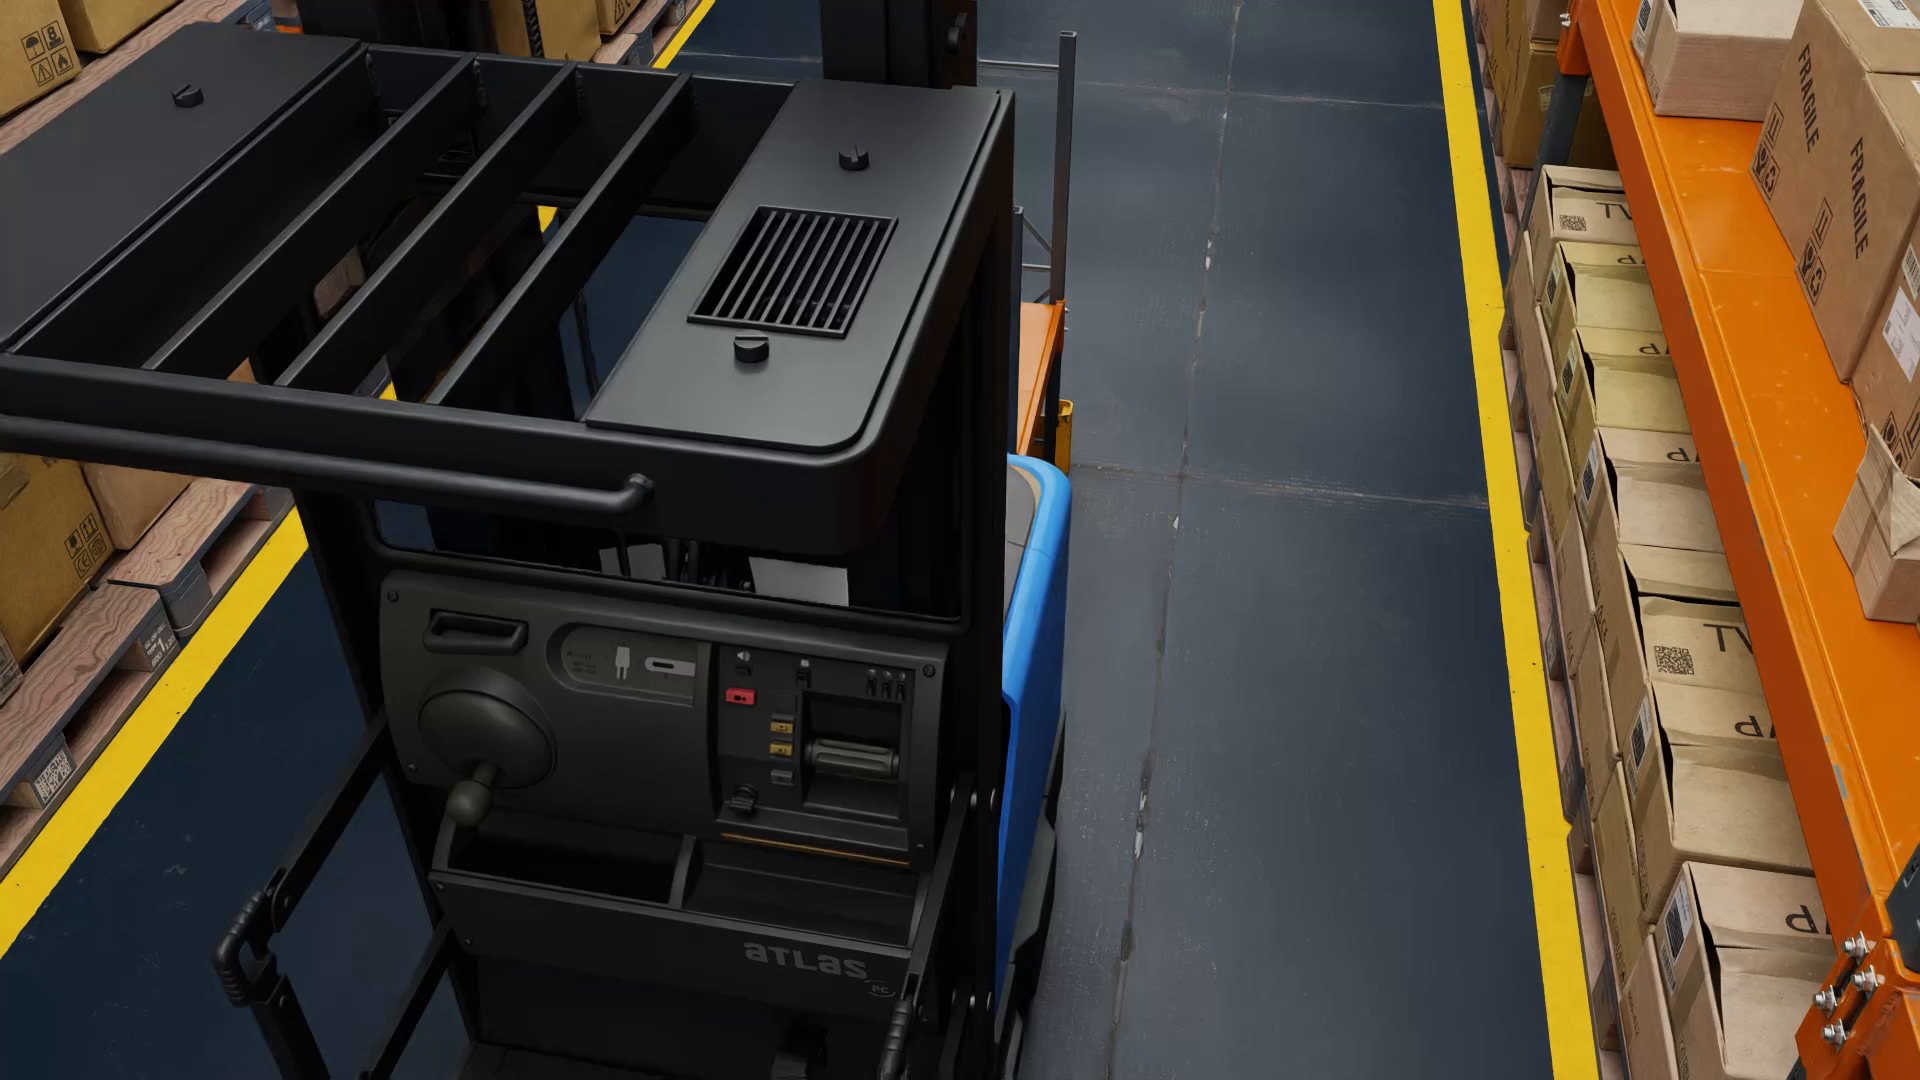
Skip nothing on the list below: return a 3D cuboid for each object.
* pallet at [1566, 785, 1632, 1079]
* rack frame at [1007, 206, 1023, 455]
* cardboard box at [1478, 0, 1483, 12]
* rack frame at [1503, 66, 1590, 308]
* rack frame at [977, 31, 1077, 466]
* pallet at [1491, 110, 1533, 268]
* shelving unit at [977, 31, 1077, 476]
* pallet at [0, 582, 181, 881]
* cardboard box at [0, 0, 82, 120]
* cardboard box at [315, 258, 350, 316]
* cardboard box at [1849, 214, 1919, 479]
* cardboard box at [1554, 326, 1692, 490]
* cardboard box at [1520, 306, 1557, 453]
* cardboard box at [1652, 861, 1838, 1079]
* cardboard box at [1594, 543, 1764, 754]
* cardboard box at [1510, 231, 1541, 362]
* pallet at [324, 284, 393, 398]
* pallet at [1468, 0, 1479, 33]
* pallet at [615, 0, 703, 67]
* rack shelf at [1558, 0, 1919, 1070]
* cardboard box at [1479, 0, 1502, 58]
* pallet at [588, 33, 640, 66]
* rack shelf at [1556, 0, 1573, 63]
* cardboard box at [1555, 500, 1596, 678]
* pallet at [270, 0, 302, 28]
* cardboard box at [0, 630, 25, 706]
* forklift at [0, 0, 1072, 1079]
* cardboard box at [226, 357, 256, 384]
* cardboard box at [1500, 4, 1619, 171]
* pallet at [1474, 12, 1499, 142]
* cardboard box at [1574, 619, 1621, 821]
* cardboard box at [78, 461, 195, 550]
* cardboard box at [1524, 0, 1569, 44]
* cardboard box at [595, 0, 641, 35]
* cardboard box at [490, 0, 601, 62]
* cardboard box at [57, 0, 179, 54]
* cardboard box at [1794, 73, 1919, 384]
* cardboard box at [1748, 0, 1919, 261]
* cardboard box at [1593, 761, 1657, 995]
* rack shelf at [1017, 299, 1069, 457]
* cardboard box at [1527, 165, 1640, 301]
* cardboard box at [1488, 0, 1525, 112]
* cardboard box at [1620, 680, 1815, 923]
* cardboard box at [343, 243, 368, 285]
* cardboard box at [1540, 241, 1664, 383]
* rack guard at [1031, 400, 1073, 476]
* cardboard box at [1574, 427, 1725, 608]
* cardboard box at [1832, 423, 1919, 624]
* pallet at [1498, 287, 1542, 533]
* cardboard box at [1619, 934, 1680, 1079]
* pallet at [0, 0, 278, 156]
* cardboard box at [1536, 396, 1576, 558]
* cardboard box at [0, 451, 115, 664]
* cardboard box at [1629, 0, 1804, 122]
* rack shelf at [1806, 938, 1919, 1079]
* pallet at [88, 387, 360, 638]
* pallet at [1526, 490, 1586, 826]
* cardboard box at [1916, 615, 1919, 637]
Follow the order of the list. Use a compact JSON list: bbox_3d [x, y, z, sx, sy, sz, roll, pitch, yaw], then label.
[{"bbox_3d":[1.966,1.112,3.739,1.003,0.211,1.213,6,40,8],"label":"pallet"},{"bbox_3d":[-0.103,-0.205,4.321,0.500,1.500,0.032,6,40,8],"label":"rack frame"},{"bbox_3d":[2.762,-2.797,7.896,0.500,0.500,0.500,7,40,8],"label":"cardboard box"},{"bbox_3d":[2.569,-2.006,5.322,1.000,3.000,0.127,6,40,8],"label":"rack frame"},{"bbox_3d":[0.073,-0.844,5.093,0.500,1.500,0.032,6,40,8],"label":"rack frame"},{"bbox_3d":[2.735,-1.396,6.773,1.003,0.211,1.213,6,40,8],"label":"pallet"},{"bbox_3d":[-0.013,-0.530,4.714,0.587,1.500,1.083,6,40,8],"label":"shelving unit"},{"bbox_3d":[-2.870,0.546,4.424,1.003,0.211,1.213,6,40,8],"label":"pallet"},{"bbox_3d":[-2.694,-1.330,4.081,0.700,0.500,0.500,12,41,14],"label":"cardboard box"},{"bbox_3d":[-2.588,-0.988,5.708,0.700,0.500,0.500,6,40,8],"label":"cardboard box"},{"bbox_3d":[2.117,-0.345,3.235,0.500,0.500,0.500,9,40,11],"label":"cardboard box"},{"bbox_3d":[2.016,-0.378,4.741,0.500,0.311,0.500,5,40,6],"label":"cardboard box"},{"bbox_3d":[2.103,-0.496,5.325,0.500,0.250,0.500,5,40,6],"label":"cardboard box"},{"bbox_3d":[1.664,0.900,3.195,0.500,0.311,0.500,6,40,8],"label":"cardboard box"},{"bbox_3d":[1.837,0.260,3.970,0.500,0.311,0.500,6,40,8],"label":"cardboard box"},{"bbox_3d":[2.189,-0.812,5.706,0.500,0.250,0.500,6,40,8],"label":"cardboard box"},{"bbox_3d":[-2.447,-0.985,6.276,1.003,0.211,1.213,6,40,8],"label":"pallet"},{"bbox_3d":[3.158,-2.927,8.625,1.003,0.211,1.213,6,40,8],"label":"pallet"},{"bbox_3d":[-1.887,-2.725,8.380,1.003,0.211,1.213,6,40,8],"label":"pallet"},{"bbox_3d":[2.223,-0.474,4.033,1.077,0.370,4.000,6,40,8],"label":"rack shelf"},{"bbox_3d":[2.674,-2.480,7.512,0.500,0.500,0.500,5,40,6],"label":"cardboard box"},{"bbox_3d":[-2.100,-1.962,7.457,1.003,0.211,1.213,6,40,8],"label":"pallet"},{"bbox_3d":[2.915,-2.984,7.070,1.077,0.370,4.000,6,40,8],"label":"rack shelf"},{"bbox_3d":[1.930,0.152,4.540,0.500,0.250,0.500,7,40,9],"label":"cardboard box"},{"bbox_3d":[-2.329,-2.017,5.486,1.213,0.211,1.003,6,40,8],"label":"pallet"},{"bbox_3d":[-2.892,0.290,4.161,0.700,0.500,0.500,8,40,9],"label":"cardboard box"},{"bbox_3d":[-0.524,0.374,2.497,1.130,2.935,3.031,7,40,9],"label":"forklift"},{"bbox_3d":[-2.646,-0.673,5.327,0.700,0.500,0.500,6,40,7],"label":"cardboard box"},{"bbox_3d":[2.500,-1.825,6.720,0.500,0.500,0.500,8,40,9],"label":"cardboard box"},{"bbox_3d":[2.949,-2.159,7.696,1.003,0.211,1.213,6,40,8],"label":"pallet"},{"bbox_3d":[1.840,0.472,4.154,0.500,0.250,0.500,7,40,9],"label":"cardboard box"},{"bbox_3d":[-2.724,-0.355,4.942,0.700,0.500,0.500,7,40,8],"label":"cardboard box"},{"bbox_3d":[2.505,-2.150,6.524,0.500,0.250,0.500,8,40,9],"label":"cardboard box"},{"bbox_3d":[-1.896,-2.879,7.736,0.750,0.750,0.750,6,40,7],"label":"cardboard box"},{"bbox_3d":[-2.054,-2.330,7.072,0.750,0.750,0.750,6,40,7],"label":"cardboard box"},{"bbox_3d":[-2.576,-1.678,4.501,0.700,0.500,0.500,6,40,8],"label":"cardboard box"},{"bbox_3d":[2.204,-0.659,3.615,0.500,0.500,0.500,6,40,8],"label":"cardboard box"},{"bbox_3d":[2.295,-0.990,4.015,0.500,0.500,0.500,4,40,5],"label":"cardboard box"},{"bbox_3d":[1.752,0.793,3.766,0.500,0.250,0.500,6,40,7],"label":"cardboard box"},{"bbox_3d":[-0.015,-0.386,4.822,0.538,0.185,1.000,6,40,8],"label":"rack shelf"},{"bbox_3d":[2.189,-1.028,5.528,0.500,0.311,0.500,8,40,9],"label":"cardboard box"},{"bbox_3d":[2.589,-2.150,7.113,0.500,0.500,0.500,5,40,6],"label":"cardboard box"},{"bbox_3d":[1.748,0.573,3.591,0.500,0.311,0.500,7,40,9],"label":"cardboard box"},{"bbox_3d":[-2.384,-1.299,6.083,0.700,0.500,0.500,7,40,8],"label":"cardboard box"},{"bbox_3d":[2.106,-0.697,5.128,0.500,0.311,0.500,5,40,7],"label":"cardboard box"},{"bbox_3d":[0.073,-0.361,5.491,0.587,0.250,0.087,6,40,8],"label":"rack guard"},{"bbox_3d":[1.928,-0.055,4.351,0.500,0.311,0.500,6,40,7],"label":"cardboard box"},{"bbox_3d":[1.848,-0.016,3.021,0.396,0.266,0.258,5,40,7],"label":"cardboard box"},{"bbox_3d":[2.388,-0.419,5.591,1.003,0.211,1.213,6,40,8],"label":"pallet"},{"bbox_3d":[1.663,1.110,3.382,0.500,0.250,0.500,6,40,7],"label":"cardboard box"},{"bbox_3d":[-2.613,-1.229,4.533,1.003,0.211,1.213,6,40,8],"label":"pallet"},{"bbox_3d":[2.019,-0.169,4.929,0.500,0.250,0.500,5,40,6],"label":"cardboard box"},{"bbox_3d":[-2.852,-0.039,4.560,0.700,0.500,0.500,6,40,7],"label":"cardboard box"},{"bbox_3d":[2.223,-1.432,4.698,0.500,0.311,0.500,6,40,7],"label":"cardboard box"},{"bbox_3d":[1.531,2.037,0.997,1.077,0.370,4.000,6,40,8],"label":"rack shelf"},{"bbox_3d":[-2.661,-0.222,5.352,1.003,0.211,1.213,6,40,8],"label":"pallet"},{"bbox_3d":[2.175,0.344,4.668,1.003,0.211,1.213,6,40,8],"label":"pallet"},{"bbox_3d":[1.919,0.248,2.713,0.500,0.250,0.500,9,40,10],"label":"cardboard box"}]
